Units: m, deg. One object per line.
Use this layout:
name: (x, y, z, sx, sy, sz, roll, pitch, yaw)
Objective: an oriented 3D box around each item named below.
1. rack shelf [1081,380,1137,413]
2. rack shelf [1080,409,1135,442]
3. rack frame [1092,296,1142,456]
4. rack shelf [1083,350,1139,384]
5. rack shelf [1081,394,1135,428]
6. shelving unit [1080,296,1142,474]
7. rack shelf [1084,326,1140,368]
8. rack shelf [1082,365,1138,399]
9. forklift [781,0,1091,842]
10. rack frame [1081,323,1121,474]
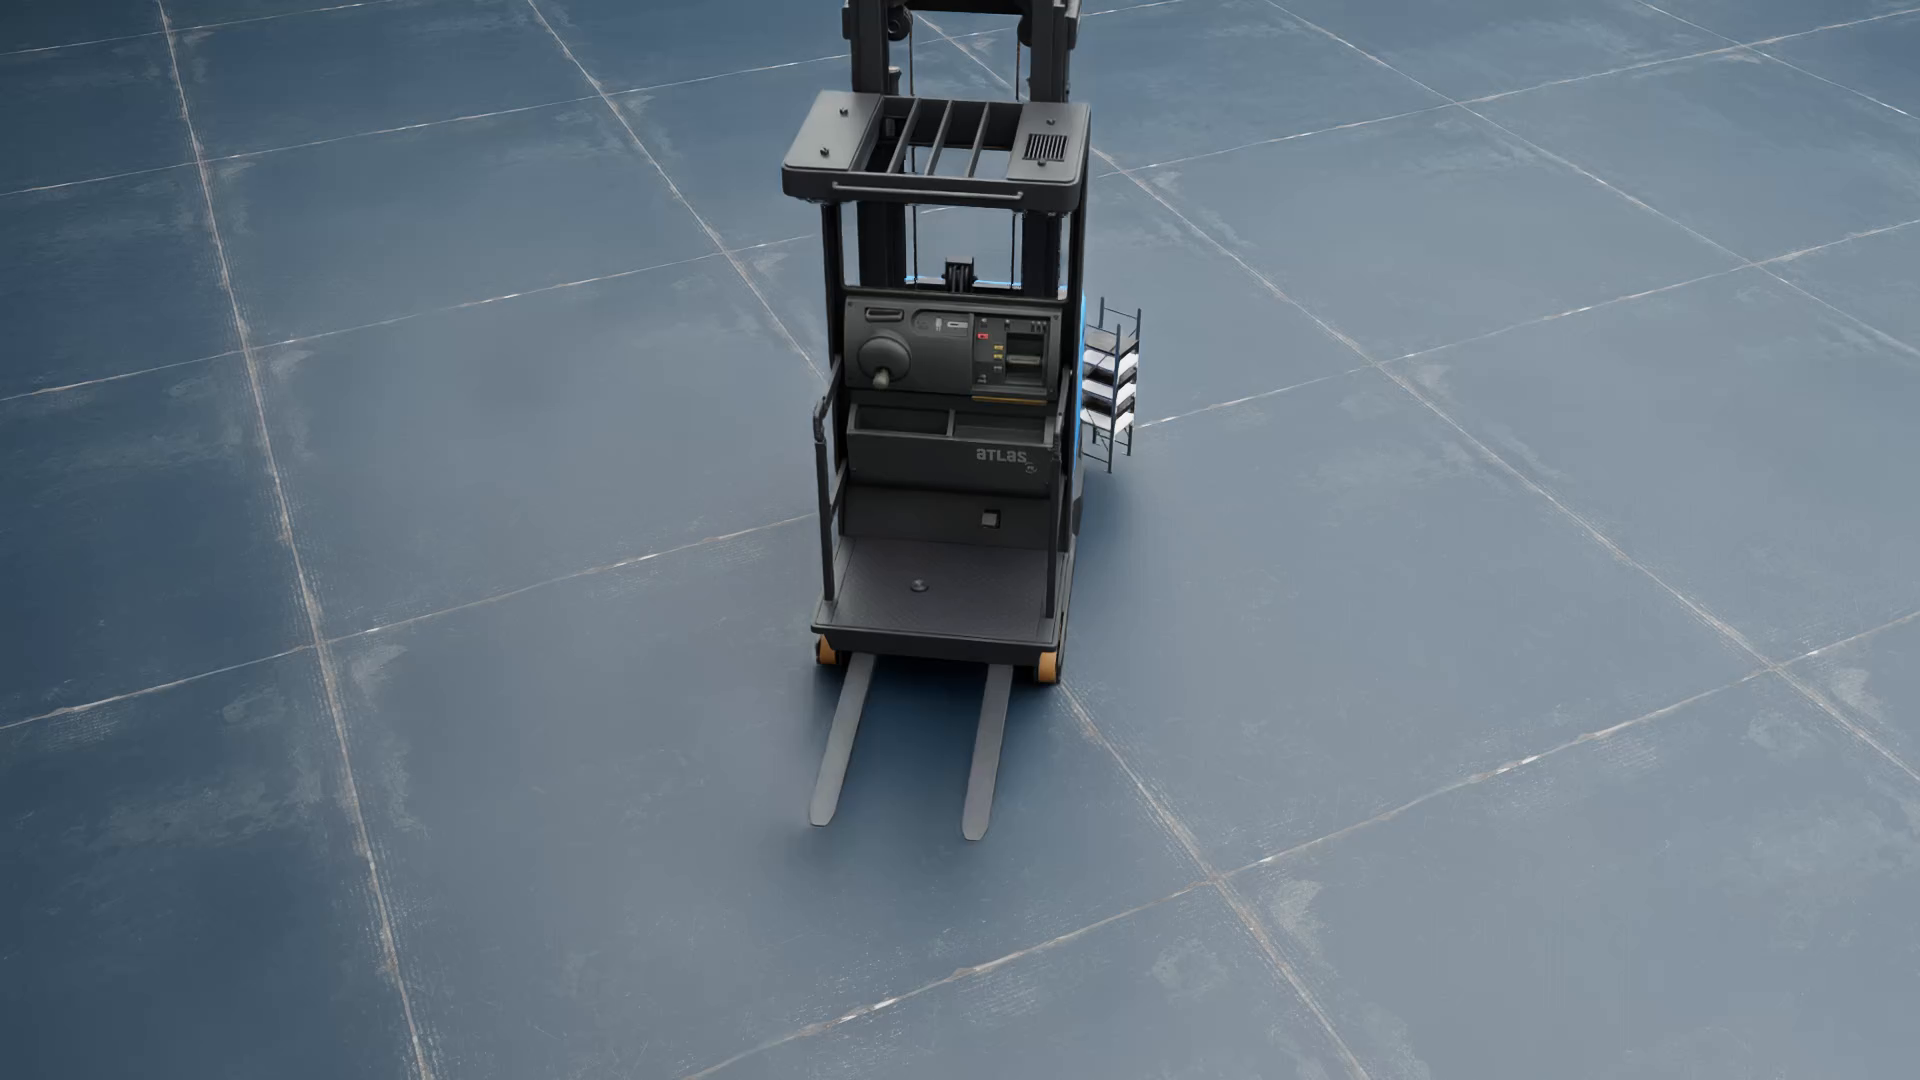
rack shelf: (0.767, -0.779, 8.744, 0.258, 0.077, 0.200, 23, 42, 28)
rack shelf: (0.767, -0.635, 8.851, 0.258, 0.077, 0.200, 23, 42, 28)
rack frame: (0.825, -0.856, 8.791, 0.240, 0.900, 0.006, 23, 42, 28)
rack shelf: (0.767, -0.924, 8.637, 0.258, 0.077, 0.200, 23, 42, 28)
rack shelf: (0.767, -0.707, 8.798, 0.258, 0.077, 0.200, 23, 42, 28)
shelving unit: (0.767, -0.806, 8.724, 0.258, 0.900, 0.210, 23, 42, 28)
rack shelf: (0.767, -0.997, 8.584, 0.258, 0.077, 0.200, 23, 42, 28)
rack shelf: (0.767, -0.852, 8.691, 0.258, 0.077, 0.200, 23, 42, 28)
forklift: (-0.060, -0.751, 6.946, 1.130, 2.935, 3.031, 4, 37, 6)
rack frame: (0.708, -0.757, 8.657, 0.240, 0.900, 0.006, 23, 42, 28)
